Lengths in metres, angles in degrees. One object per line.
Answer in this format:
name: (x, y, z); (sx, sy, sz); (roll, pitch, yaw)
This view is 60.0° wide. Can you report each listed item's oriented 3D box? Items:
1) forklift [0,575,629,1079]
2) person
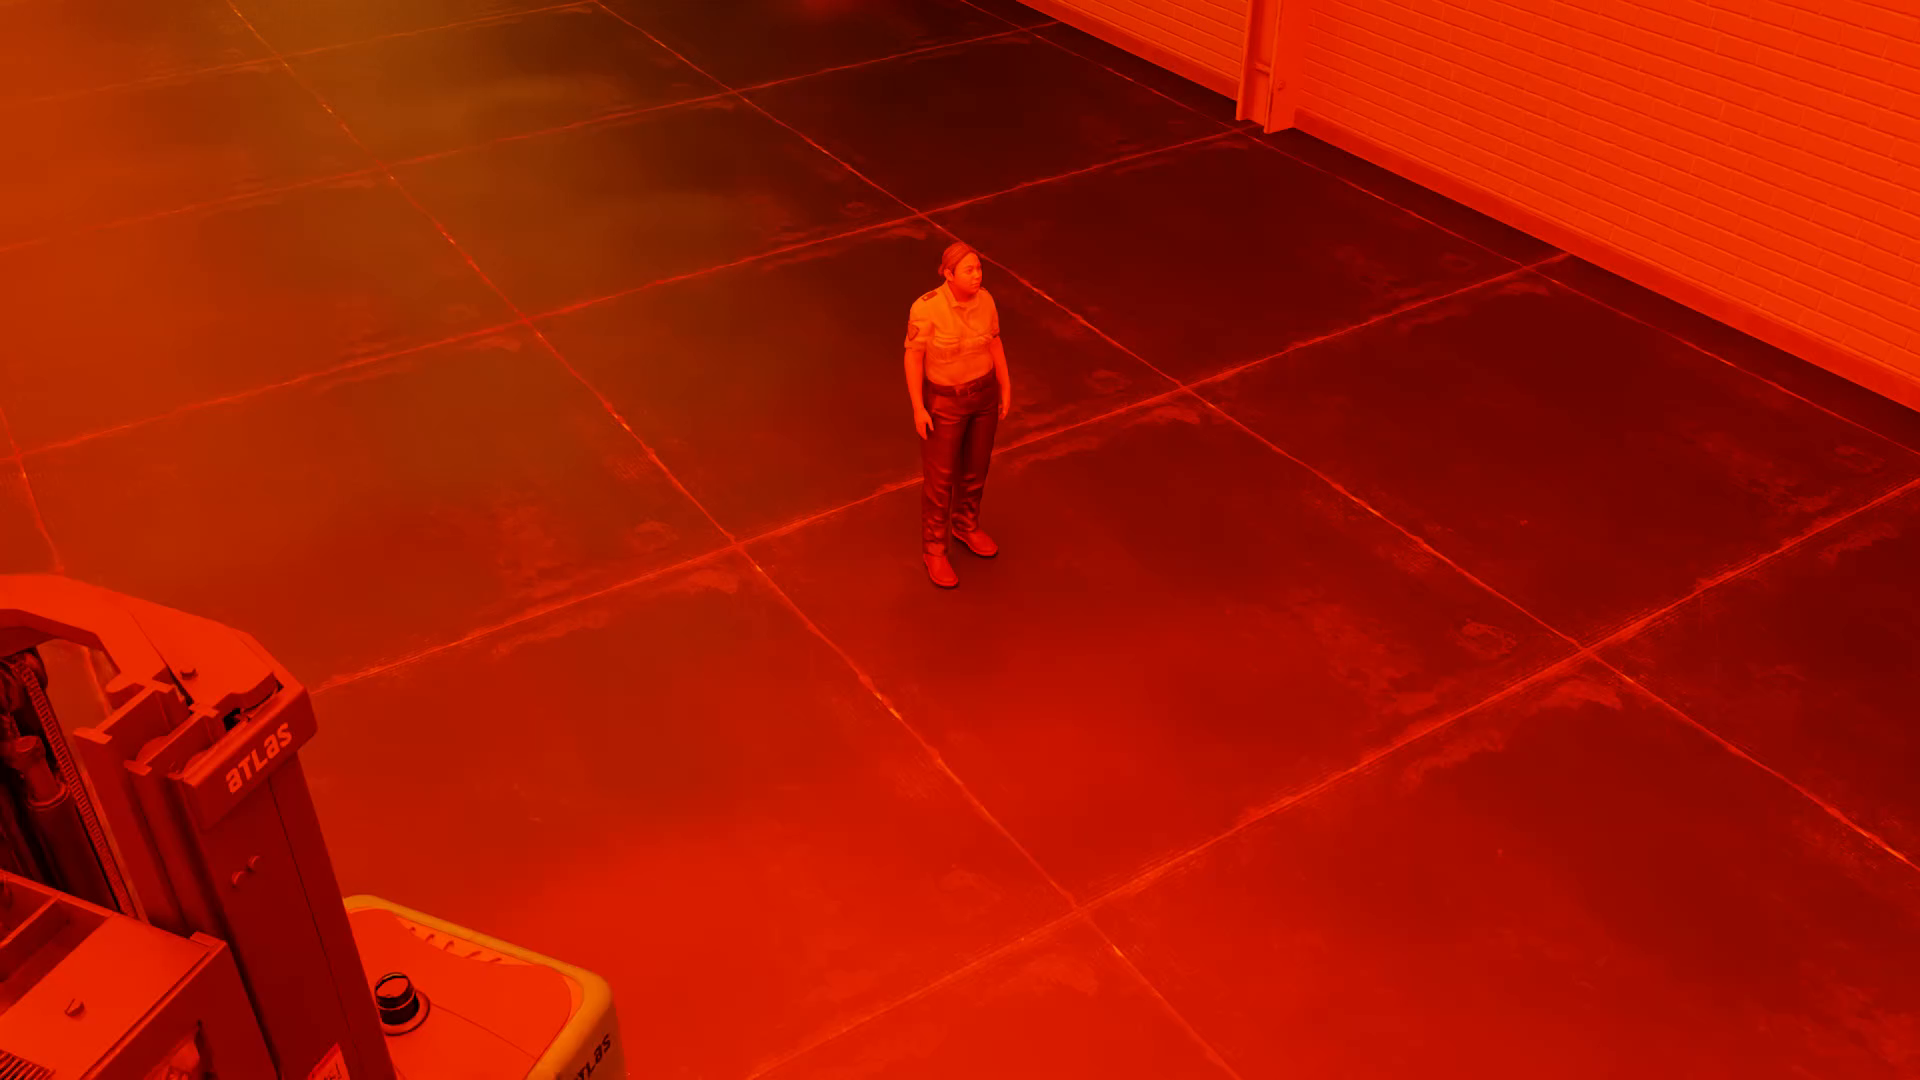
forklift: (-2.049, 1.670, 3.771); (1.130, 2.935, 3.031); (13, 37, 18)
person: (0.030, -0.629, 8.147); (0.598, 1.651, 0.502); (-21, 40, -27)
